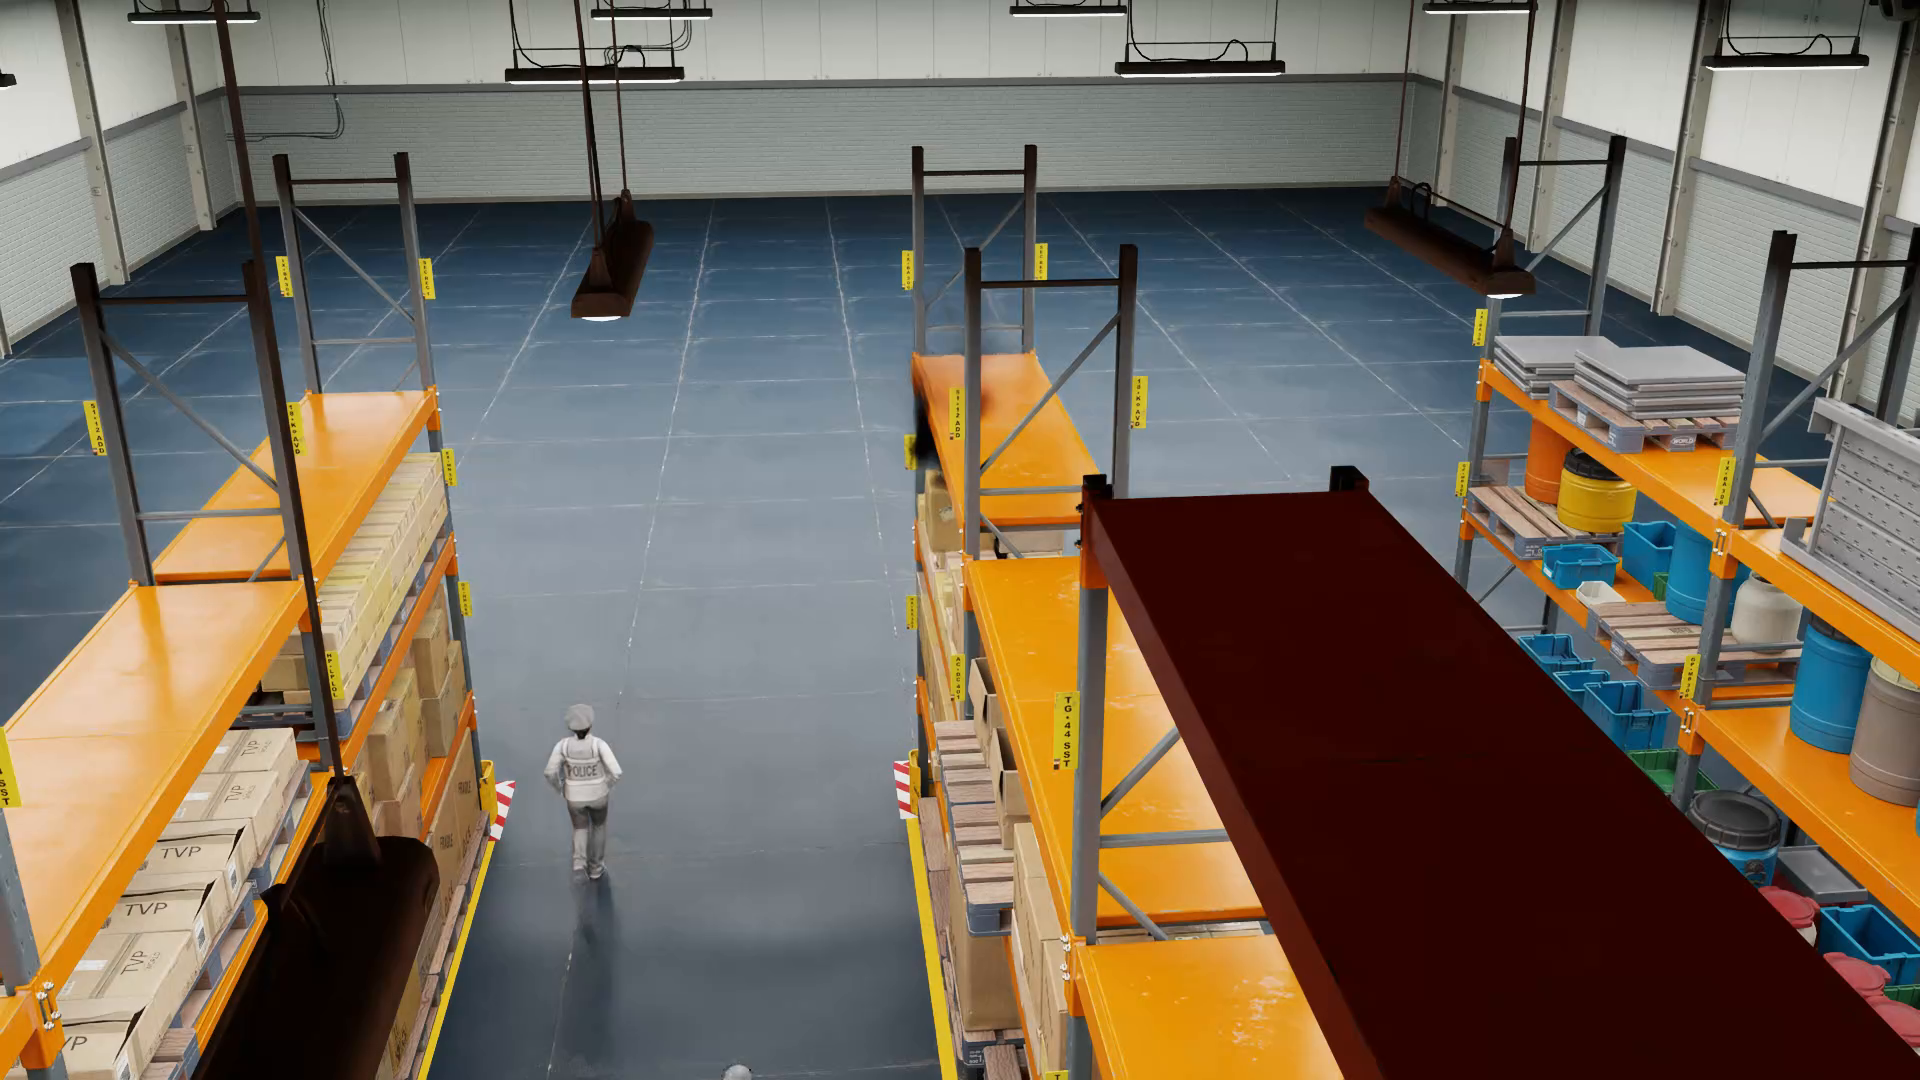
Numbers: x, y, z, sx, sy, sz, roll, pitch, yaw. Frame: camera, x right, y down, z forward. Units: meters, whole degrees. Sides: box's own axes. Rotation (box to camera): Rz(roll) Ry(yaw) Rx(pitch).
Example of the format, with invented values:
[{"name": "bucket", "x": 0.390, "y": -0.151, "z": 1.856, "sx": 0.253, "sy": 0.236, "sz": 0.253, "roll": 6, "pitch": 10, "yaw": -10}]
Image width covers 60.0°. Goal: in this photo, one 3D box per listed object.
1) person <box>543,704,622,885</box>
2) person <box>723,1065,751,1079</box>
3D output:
[{"name": "person", "x": -3.142, "y": 2.168, "z": 13.941, "sx": 0.648, "sy": 1.659, "sz": 0.586, "roll": -3, "pitch": 22, "yaw": -7}, {"name": "person", "x": -1.319, "y": 3.806, "z": 9.802, "sx": 0.608, "sy": 1.631, "sz": 0.596, "roll": -2, "pitch": 22, "yaw": -6}]
